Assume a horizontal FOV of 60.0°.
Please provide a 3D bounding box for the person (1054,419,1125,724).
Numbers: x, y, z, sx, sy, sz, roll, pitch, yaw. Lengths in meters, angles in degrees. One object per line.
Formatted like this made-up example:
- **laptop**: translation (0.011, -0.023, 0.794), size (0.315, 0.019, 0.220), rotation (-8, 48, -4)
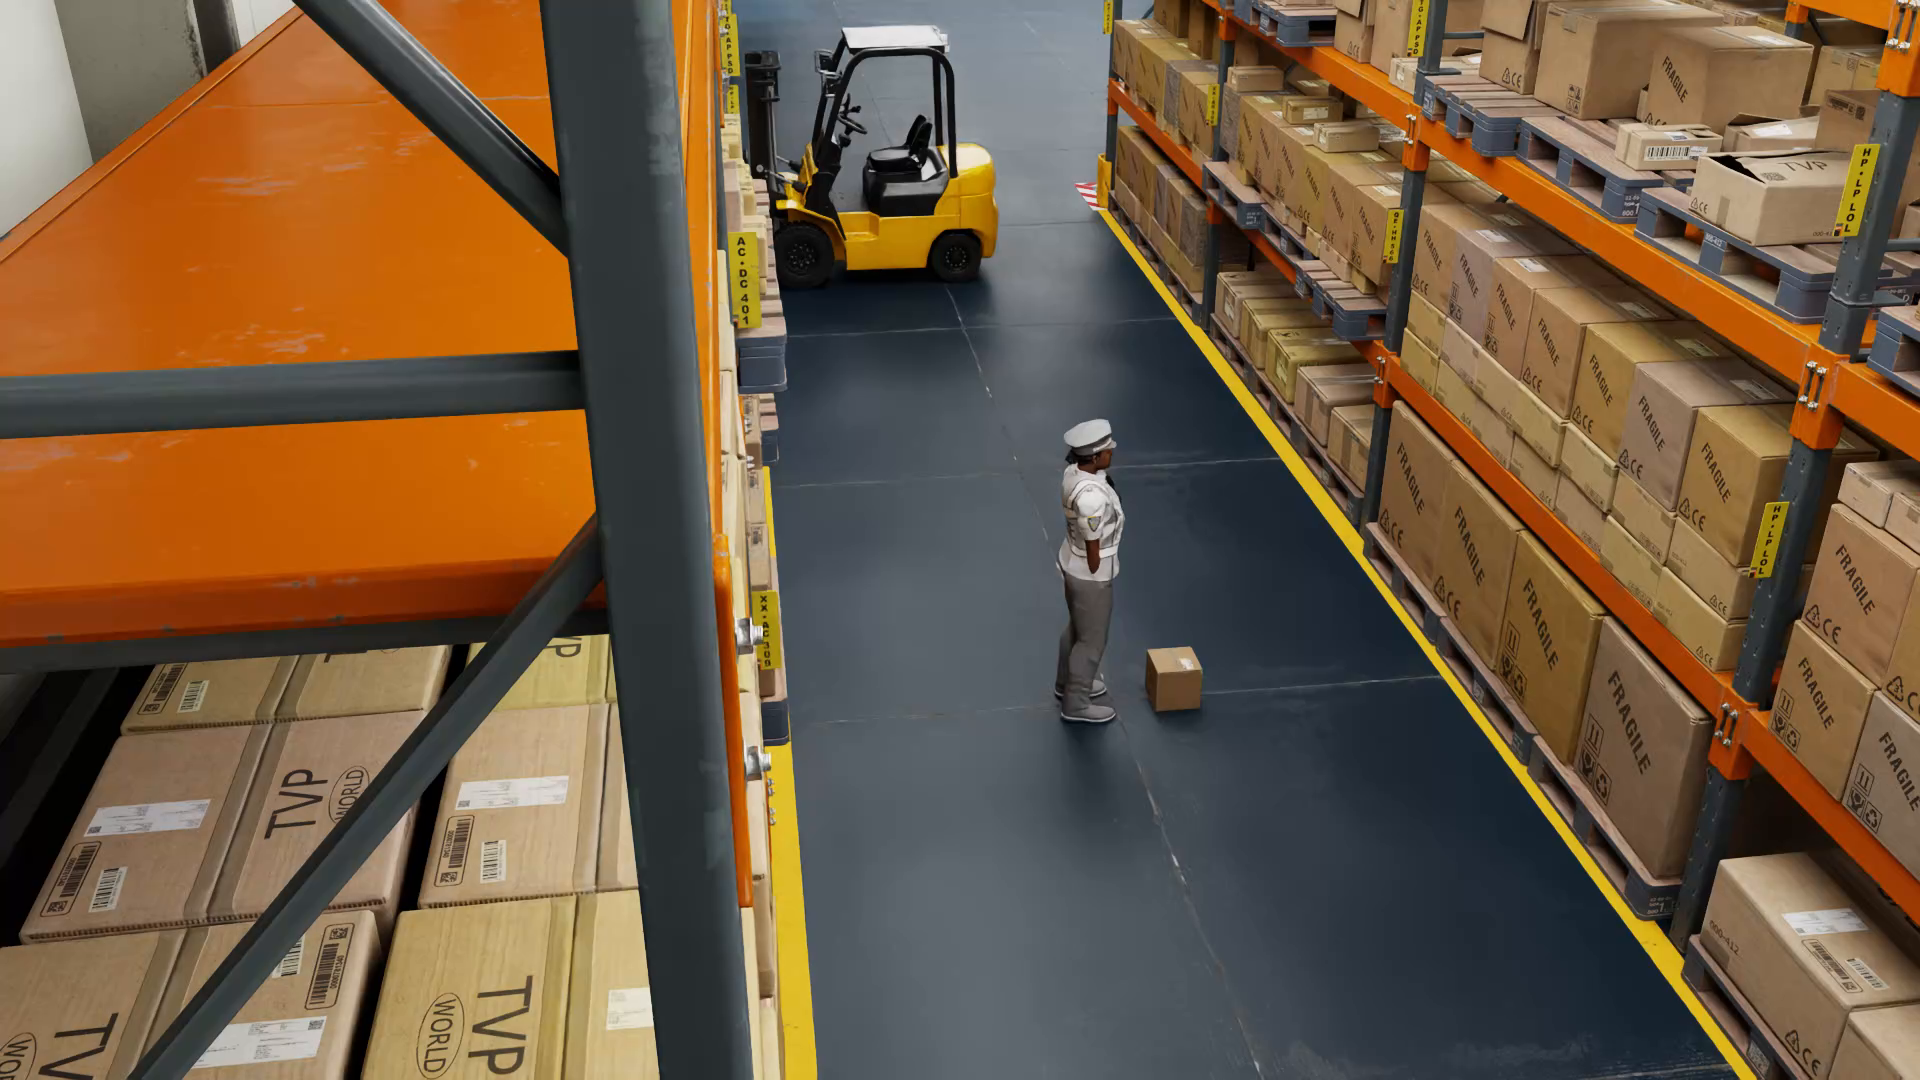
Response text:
- **person**: translation (0.689, 0.157, 8.767), size (0.338, 1.683, 0.435), rotation (-3, 27, -5)
